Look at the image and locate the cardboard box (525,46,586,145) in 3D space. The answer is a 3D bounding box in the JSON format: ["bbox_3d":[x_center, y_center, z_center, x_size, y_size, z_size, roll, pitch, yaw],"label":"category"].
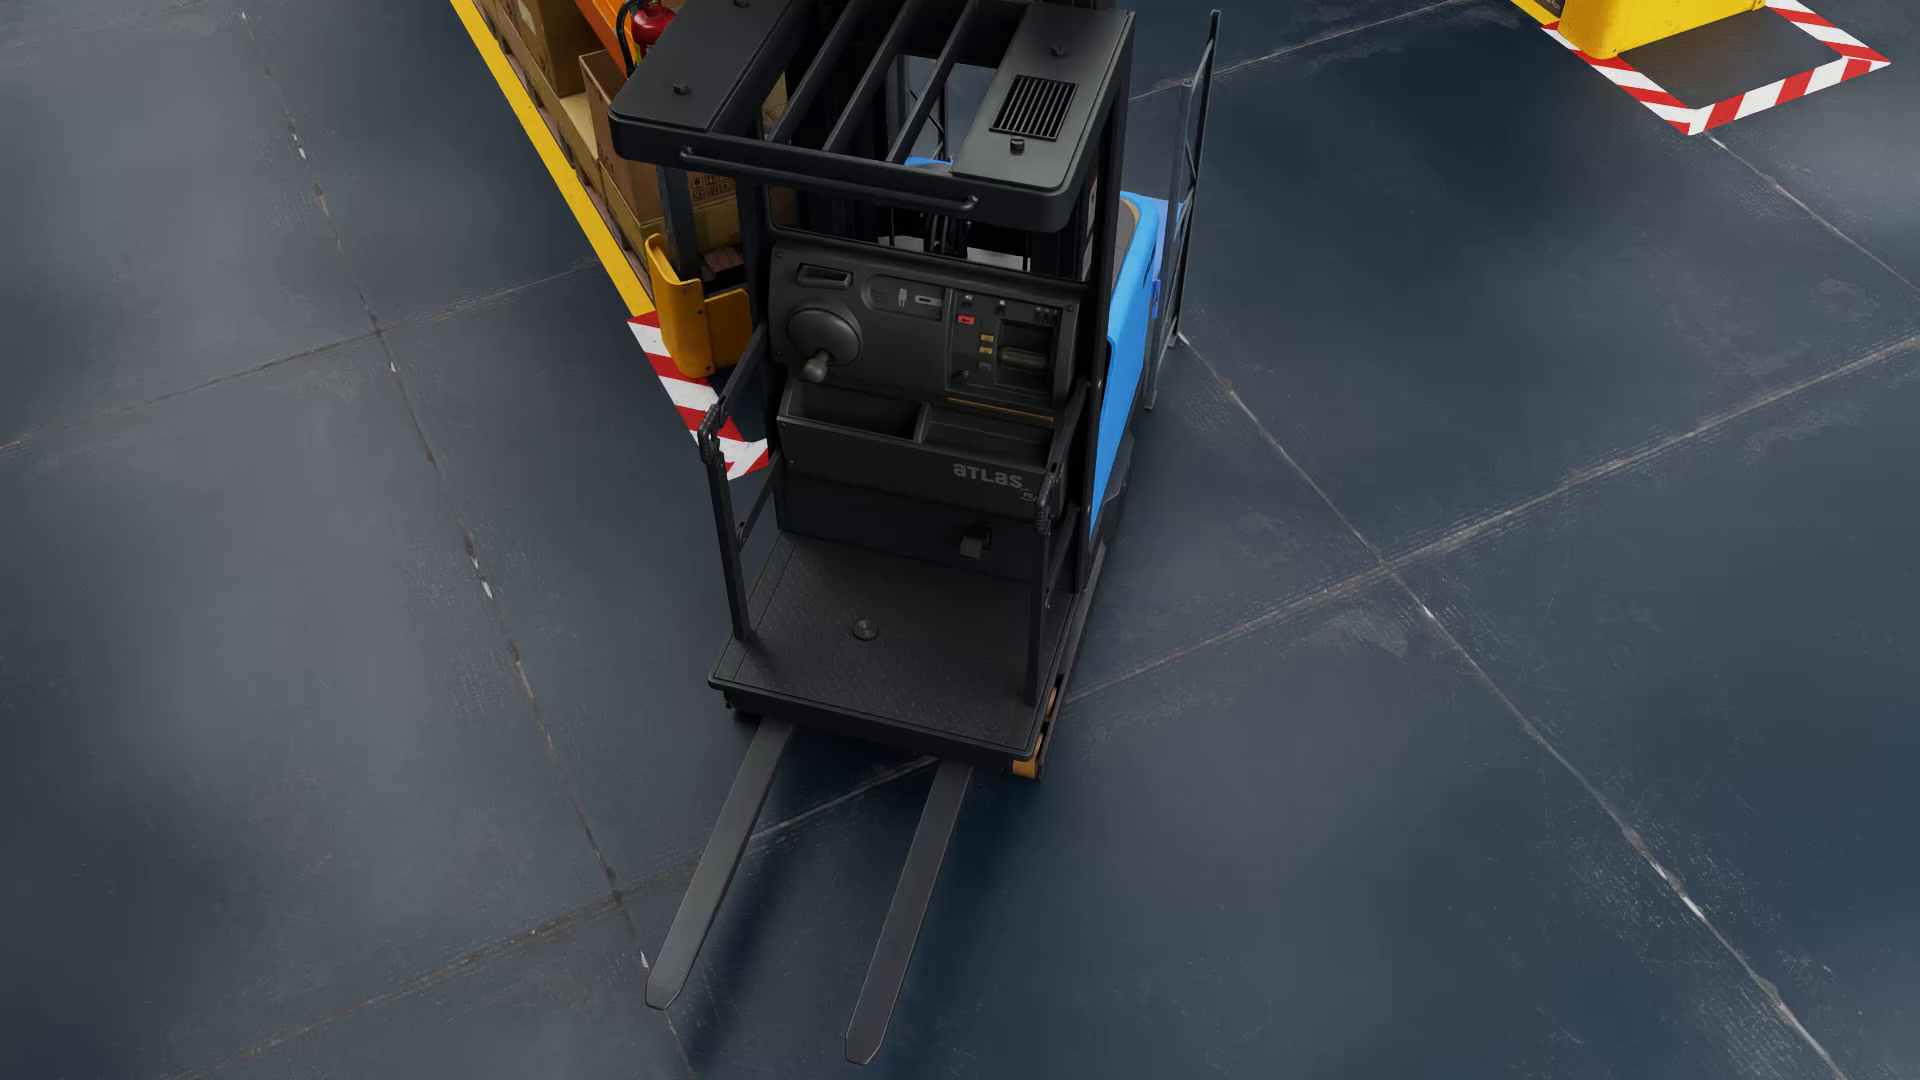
[{"bbox_3d":[-1.667,-2.120,7.659,0.500,0.250,0.500,-21,52,-18],"label":"cardboard box"}]

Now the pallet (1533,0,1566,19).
[{"bbox_3d":[3.274,-3.331,9.023,1.003,0.211,1.213,-21,52,-18],"label":"pallet"}]

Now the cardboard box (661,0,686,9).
[{"bbox_3d":[-0.891,-2.315,6.215,0.700,0.500,0.500,-21,52,-18],"label":"cardboard box"}]

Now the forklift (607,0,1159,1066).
[{"bbox_3d":[-0.172,-0.508,4.747,1.130,2.935,3.031,12,50,10],"label":"forklift"}]

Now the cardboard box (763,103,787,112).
[{"bbox_3d":[-0.968,-1.967,7.525,0.500,0.250,0.500,-21,52,-18],"label":"cardboard box"}]

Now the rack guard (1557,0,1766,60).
[{"bbox_3d":[3.641,-2.880,8.437,1.175,0.500,0.348,-21,52,-18],"label":"rack guard"}]

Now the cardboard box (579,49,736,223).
[{"bbox_3d":[-1.199,-1.701,6.795,0.500,0.500,0.500,-21,52,-18],"label":"cardboard box"}]

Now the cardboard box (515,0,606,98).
[{"bbox_3d":[-1.669,-2.366,7.376,0.500,0.500,0.500,-21,52,-18],"label":"cardboard box"}]

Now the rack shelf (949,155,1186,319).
[{"bbox_3d":[0.350,-1.201,6.540,1.000,0.185,0.538,13,50,11],"label":"rack shelf"}]

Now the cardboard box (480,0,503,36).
[{"bbox_3d":[-2.128,-2.788,8.243,0.500,0.250,0.500,-21,52,-18],"label":"cardboard box"}]

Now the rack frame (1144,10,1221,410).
[{"bbox_3d":[0.835,-1.205,6.304,0.032,1.500,0.500,13,50,11],"label":"rack frame"}]

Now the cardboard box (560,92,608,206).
[{"bbox_3d":[-1.436,-1.786,7.367,0.500,0.250,0.500,-21,52,-18],"label":"cardboard box"}]

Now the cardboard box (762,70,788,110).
[{"bbox_3d":[-0.967,-2.215,7.244,0.500,0.500,0.500,-21,52,-18],"label":"cardboard box"}]

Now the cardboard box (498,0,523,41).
[{"bbox_3d":[-1.897,-2.701,7.669,0.500,0.500,0.500,-21,52,-18],"label":"cardboard box"}]

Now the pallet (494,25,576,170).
[{"bbox_3d":[-1.630,-2.360,8.174,1.003,0.211,1.213,-21,52,-18],"label":"pallet"}]

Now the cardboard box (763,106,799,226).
[{"bbox_3d":[-0.736,-1.634,7.234,0.500,0.250,0.500,-21,52,-18],"label":"cardboard box"}]

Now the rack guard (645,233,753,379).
[{"bbox_3d":[-0.678,-1.126,6.903,1.175,0.500,0.348,-21,52,-18],"label":"rack guard"}]

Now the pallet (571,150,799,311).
[{"bbox_3d":[-1.076,-1.545,7.461,1.003,0.211,1.213,-21,52,-18],"label":"pallet"}]

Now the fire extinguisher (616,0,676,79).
[{"bbox_3d":[-1.047,-1.701,5.796,0.296,0.674,0.183,-21,52,-18],"label":"fire extinguisher"}]

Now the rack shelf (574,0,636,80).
[{"bbox_3d":[-1.604,-3.067,7.417,1.077,0.370,4.000,-21,52,-18],"label":"rack shelf"}]

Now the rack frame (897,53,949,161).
[{"bbox_3d":[-0.134,-1.436,6.507,0.032,1.500,0.500,13,50,11],"label":"rack frame"}]

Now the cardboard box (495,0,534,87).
[{"bbox_3d":[-1.894,-2.455,7.952,0.500,0.250,0.500,-21,52,-18],"label":"cardboard box"}]

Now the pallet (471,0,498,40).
[{"bbox_3d":[-2.192,-3.178,8.889,1.003,0.211,1.213,-21,52,-18],"label":"pallet"}]

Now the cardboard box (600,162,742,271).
[{"bbox_3d":[-1.197,-1.455,7.078,0.500,0.250,0.500,-21,52,-18],"label":"cardboard box"}]

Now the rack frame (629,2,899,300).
[{"bbox_3d":[-0.689,-1.965,5.976,1.000,3.000,0.127,-21,52,-18],"label":"rack frame"}]

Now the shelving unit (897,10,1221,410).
[{"bbox_3d":[0.350,-1.320,6.406,1.048,1.500,0.538,13,50,11],"label":"shelving unit"}]
